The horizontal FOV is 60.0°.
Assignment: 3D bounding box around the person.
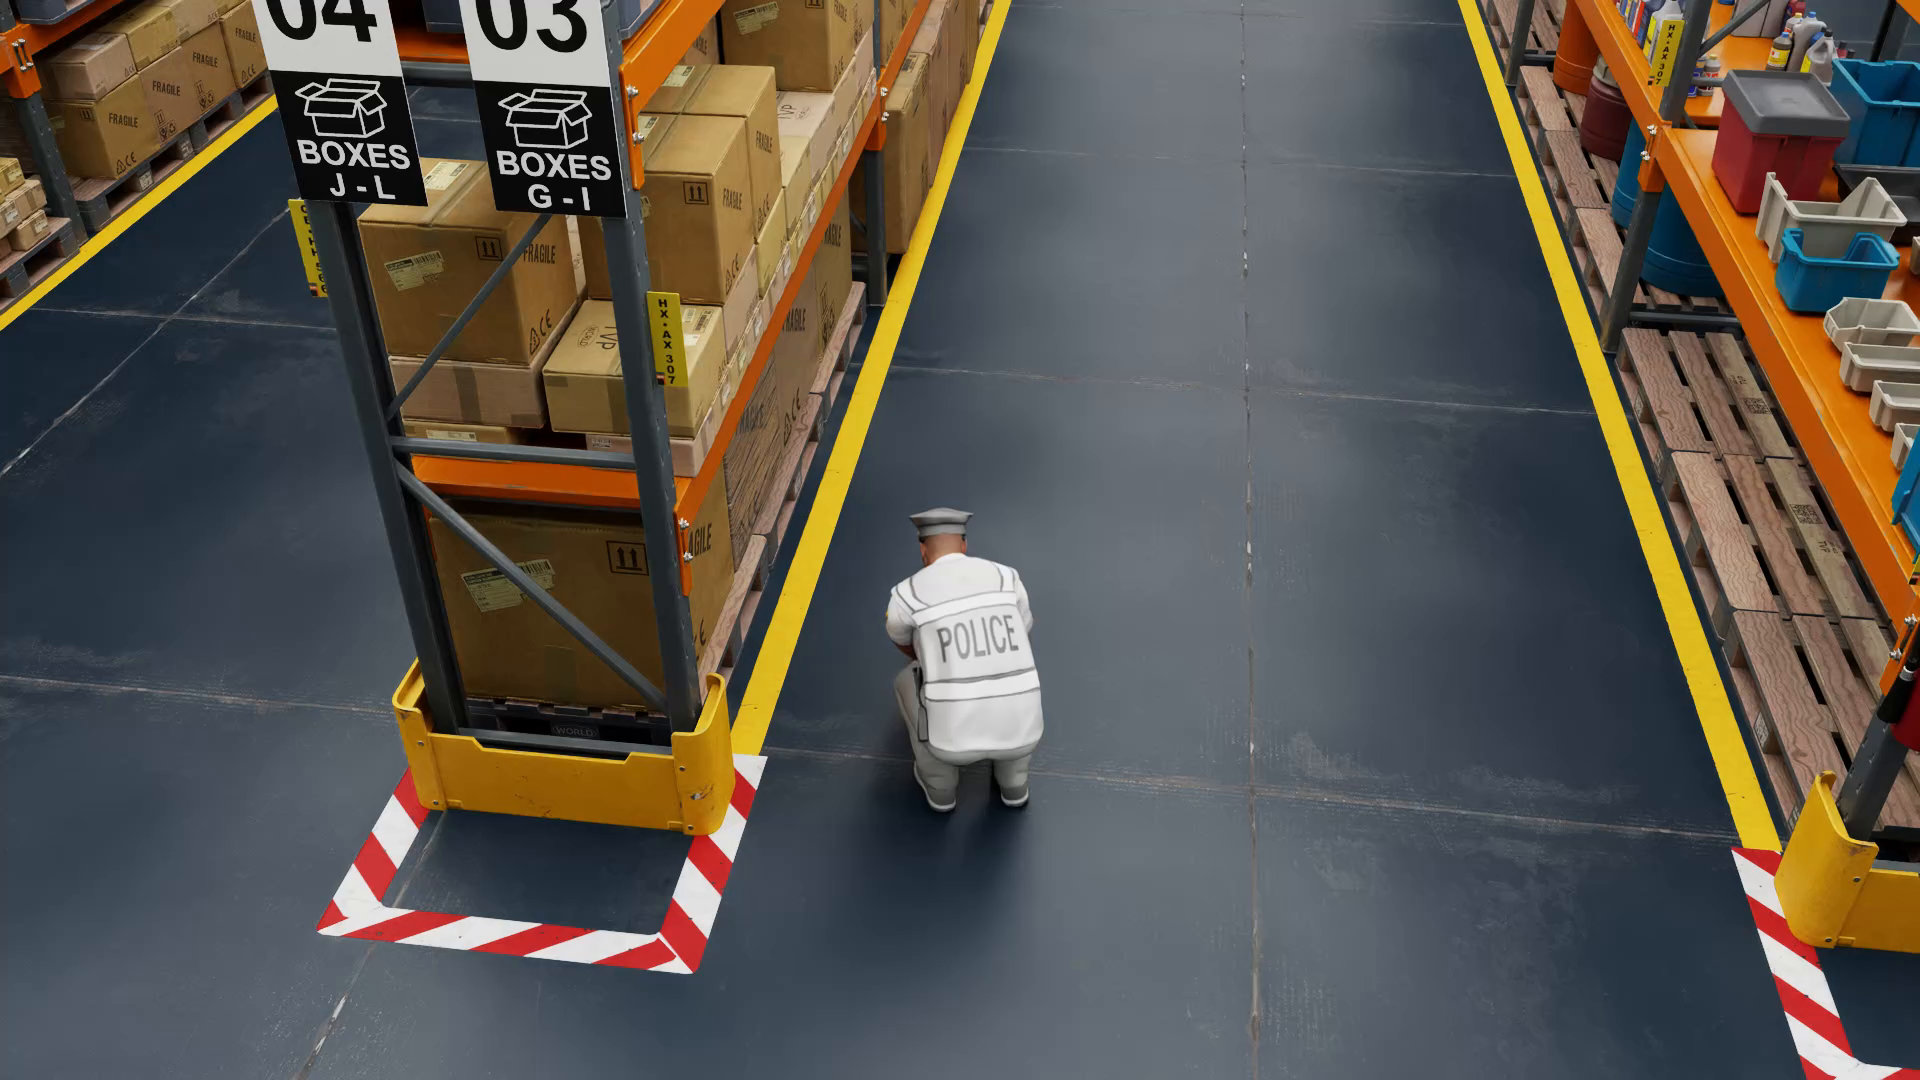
[{"bbox_3d":[0.018,0.444,6.176,0.562,1.004,0.926,-4,36,-6],"label":"person"}]
